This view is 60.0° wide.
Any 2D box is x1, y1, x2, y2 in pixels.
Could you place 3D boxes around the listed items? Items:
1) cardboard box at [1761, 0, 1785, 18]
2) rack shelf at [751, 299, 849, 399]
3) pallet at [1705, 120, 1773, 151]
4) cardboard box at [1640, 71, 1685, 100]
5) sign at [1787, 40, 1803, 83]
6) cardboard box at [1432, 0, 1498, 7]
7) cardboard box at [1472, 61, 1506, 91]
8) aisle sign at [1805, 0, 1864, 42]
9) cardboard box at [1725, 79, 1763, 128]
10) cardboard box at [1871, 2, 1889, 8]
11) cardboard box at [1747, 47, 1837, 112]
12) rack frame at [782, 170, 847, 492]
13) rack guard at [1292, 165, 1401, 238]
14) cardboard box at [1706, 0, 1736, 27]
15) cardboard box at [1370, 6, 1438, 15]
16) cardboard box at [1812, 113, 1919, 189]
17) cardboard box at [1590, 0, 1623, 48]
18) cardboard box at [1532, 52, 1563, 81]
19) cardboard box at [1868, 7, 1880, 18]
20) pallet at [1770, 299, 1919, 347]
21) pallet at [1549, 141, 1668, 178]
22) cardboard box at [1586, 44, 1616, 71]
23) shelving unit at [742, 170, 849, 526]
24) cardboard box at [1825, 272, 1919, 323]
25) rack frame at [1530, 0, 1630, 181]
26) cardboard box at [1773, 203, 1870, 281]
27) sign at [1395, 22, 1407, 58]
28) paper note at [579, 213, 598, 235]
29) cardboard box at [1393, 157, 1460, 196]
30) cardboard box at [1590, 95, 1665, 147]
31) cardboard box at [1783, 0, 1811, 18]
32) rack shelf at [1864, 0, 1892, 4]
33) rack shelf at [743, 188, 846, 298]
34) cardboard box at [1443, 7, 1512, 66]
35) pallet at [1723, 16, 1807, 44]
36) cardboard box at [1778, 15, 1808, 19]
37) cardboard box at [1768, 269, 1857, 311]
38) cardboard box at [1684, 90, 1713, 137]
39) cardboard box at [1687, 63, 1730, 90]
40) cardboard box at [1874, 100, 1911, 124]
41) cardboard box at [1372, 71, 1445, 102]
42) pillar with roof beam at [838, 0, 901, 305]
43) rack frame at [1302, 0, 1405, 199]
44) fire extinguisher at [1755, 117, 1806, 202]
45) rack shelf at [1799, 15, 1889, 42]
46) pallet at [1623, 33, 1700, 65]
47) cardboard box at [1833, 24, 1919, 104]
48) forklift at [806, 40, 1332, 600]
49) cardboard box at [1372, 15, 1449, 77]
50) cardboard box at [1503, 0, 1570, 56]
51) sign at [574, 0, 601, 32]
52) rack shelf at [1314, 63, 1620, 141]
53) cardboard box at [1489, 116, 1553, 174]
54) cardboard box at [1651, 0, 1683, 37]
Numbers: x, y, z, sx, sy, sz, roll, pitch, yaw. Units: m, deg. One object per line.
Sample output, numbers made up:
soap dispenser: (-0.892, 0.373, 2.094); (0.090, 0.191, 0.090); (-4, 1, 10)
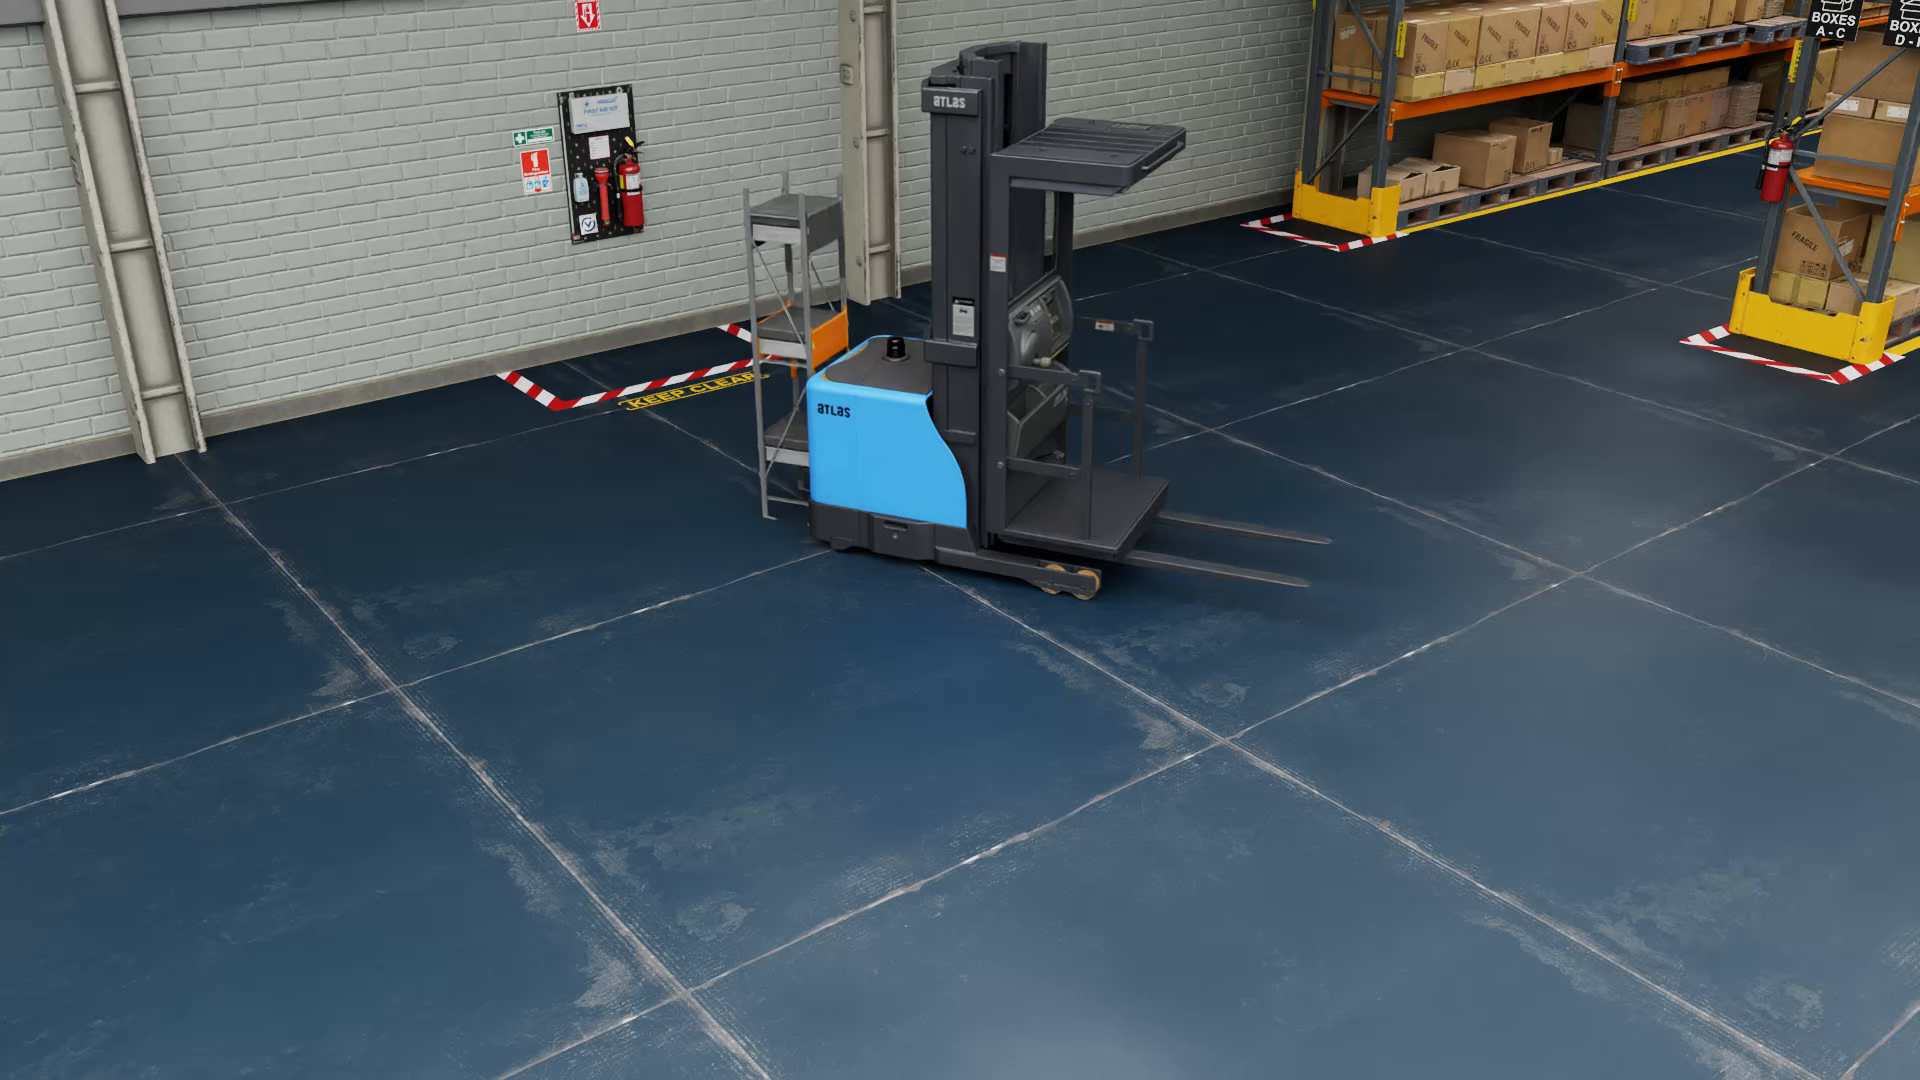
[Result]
cardboard box: (9.862, -6.829, 20.759); (0.500, 0.500, 0.700); (-23, 33, -40)
rack shelf: (-0.978, -1.149, 10.260); (0.431, 0.518, 0.480); (9, 26, 20)
pallet: (9.610, -5.242, 21.294); (1.213, 0.211, 1.003); (-18, 31, -34)
cardboard box: (8.398, -5.525, 20.146); (0.500, 0.250, 0.500); (-19, 31, -35)
sign: (6.666, -3.807, 13.233); (0.005, 0.325, 0.100); (-18, 31, -34)
cardboard box: (5.373, -5.499, 17.799); (0.500, 0.500, 0.500); (-18, 30, -33)
cardboard box: (5.314, -4.864, 17.321); (0.500, 0.250, 0.500); (-19, 31, -35)
aisle sign: (6.757, -4.250, 12.757); (0.004, 0.787, 0.394); (-18, 31, -34)
cardboard box: (9.691, -5.571, 21.136); (0.500, 0.500, 0.700); (-18, 30, -33)
cardboard box: (11.980, -7.339, 22.005); (0.500, 0.500, 0.500); (-17, 30, -33)
cardboard box: (10.885, -6.072, 21.825); (0.750, 0.750, 0.750); (-19, 31, -35)
rack frame: (-0.885, -1.257, 10.459); (0.400, 2.100, 0.015); (9, 26, 20)
rack guard: (3.990, -3.517, 17.234); (0.348, 0.500, 1.175); (-18, 31, -34)
cardboard box: (8.895, -6.498, 20.046); (0.500, 0.500, 0.700); (-18, 31, -34)
cardboard box: (4.572, -5.233, 17.225); (0.500, 0.500, 0.500); (-18, 30, -33)
cardboard box: (7.365, -3.153, 13.362); (0.500, 0.500, 0.700); (-18, 31, -34)
cardboard box: (6.897, -5.726, 18.288); (0.500, 0.500, 0.500); (-18, 31, -34)
cardboard box: (6.109, -5.125, 17.884); (0.500, 0.250, 0.500); (-18, 31, -34)
cardboard box: (12.039, -7.081, 22.219); (0.250, 0.149, 0.380); (-17, 30, -32)
pallet: (7.566, -1.939, 14.176); (1.213, 0.211, 1.003); (-18, 31, -34)
pallet: (7.690, -4.608, 19.928); (1.213, 0.211, 1.003); (-18, 31, -34)
cardboard box: (6.892, -5.388, 18.450); (0.500, 0.250, 0.500); (-18, 30, -34)
shelving unit: (-0.978, -1.162, 10.254); (0.431, 2.100, 0.503); (9, 26, 20)
cardboard box: (7.549, -2.000, 13.763); (0.500, 0.250, 0.500); (-18, 31, -34)
rack frame: (7.078, -5.670, 18.904); (0.127, 3.000, 1.000); (-18, 31, -34)
cardboard box: (7.228, -2.512, 13.977); (0.500, 0.500, 0.500); (-18, 31, -34)
sign: (4.265, -4.844, 16.096); (0.005, 0.325, 0.100); (-18, 31, -34)
paper note: (-2.924, -2.489, 13.096); (0.142, 0.148, 0.016); (-18, 31, -34)
cardboard box: (4.979, -3.909, 17.781); (0.500, 0.311, 0.500); (-15, 29, -30)
cardboard box: (8.022, -5.083, 20.087); (0.500, 0.500, 0.700); (-19, 31, -35)
cardboard box: (10.766, -6.940, 21.144); (0.500, 0.500, 0.500); (-17, 30, -33)
rack shelf: (8.564, -4.545, 13.771); (4.000, 0.370, 1.077); (-18, 31, -34)
rack shelf: (-0.983, -1.785, 9.967); (0.431, 0.518, 0.480); (9, 26, 20)
cardboard box: (5.297, -5.194, 17.142); (0.500, 0.500, 0.500); (-19, 31, -36)
pallet: (9.730, -6.402, 20.708); (1.003, 0.211, 1.213); (-18, 31, -34)
cardboard box: (10.627, -6.613, 21.211); (0.250, 0.149, 0.380); (-19, 31, -35)
cardboard box: (7.230, -2.171, 14.133); (0.500, 0.250, 0.500); (-18, 31, -34)
cardboard box: (8.840, -5.337, 20.633); (0.500, 0.500, 0.700); (-18, 31, -34)
cardboard box: (9.204, -5.783, 20.704); (0.500, 0.250, 0.500); (-18, 30, -33)
cardboard box: (7.432, -3.361, 13.040); (0.250, 0.149, 0.380); (-19, 31, -34)
cardboard box: (4.510, -4.594, 16.739); (0.500, 0.250, 0.500); (-19, 31, -35)
pillar with roof beam: (1.882, -4.836, 9.980); (0.400, 9.000, 9.100); (-18, 31, -34)
rack frame: (3.930, -4.631, 16.665); (0.127, 3.000, 1.000); (-18, 31, -34)
fire extinguisher: (6.610, -3.079, 13.413); (0.183, 0.674, 0.296); (-18, 31, -34)
rack shelf: (11.799, -6.902, 22.414); (4.000, 0.370, 1.077); (-18, 31, -34)
pallet: (7.769, -5.733, 19.268); (1.213, 0.211, 1.003); (-18, 31, -34)
cardboard box: (7.407, -3.756, 13.119); (0.500, 0.500, 0.700); (-18, 30, -34)
forklift: (0.647, -1.243, 9.447); (3.031, 2.935, 1.130); (10, 27, 20)
cardboard box: (4.491, -4.937, 16.587); (0.500, 0.500, 0.500); (-18, 31, -34)
cardboard box: (6.104, -5.467, 17.731); (0.500, 0.500, 0.500); (-19, 31, -35)
sign: (-2.810, -3.994, 12.539); (0.199, 0.298, 0.001); (-18, 31, -34)
rack shelf: (5.504, -4.824, 17.936); (4.000, 0.370, 1.077); (-18, 31, -34)
cardboard box: (6.286, -4.453, 18.728); (0.500, 0.500, 0.500); (-21, 32, -38)
cardboard box: (7.944, -6.179, 19.359); (0.500, 0.500, 0.700); (-15, 29, -29)
